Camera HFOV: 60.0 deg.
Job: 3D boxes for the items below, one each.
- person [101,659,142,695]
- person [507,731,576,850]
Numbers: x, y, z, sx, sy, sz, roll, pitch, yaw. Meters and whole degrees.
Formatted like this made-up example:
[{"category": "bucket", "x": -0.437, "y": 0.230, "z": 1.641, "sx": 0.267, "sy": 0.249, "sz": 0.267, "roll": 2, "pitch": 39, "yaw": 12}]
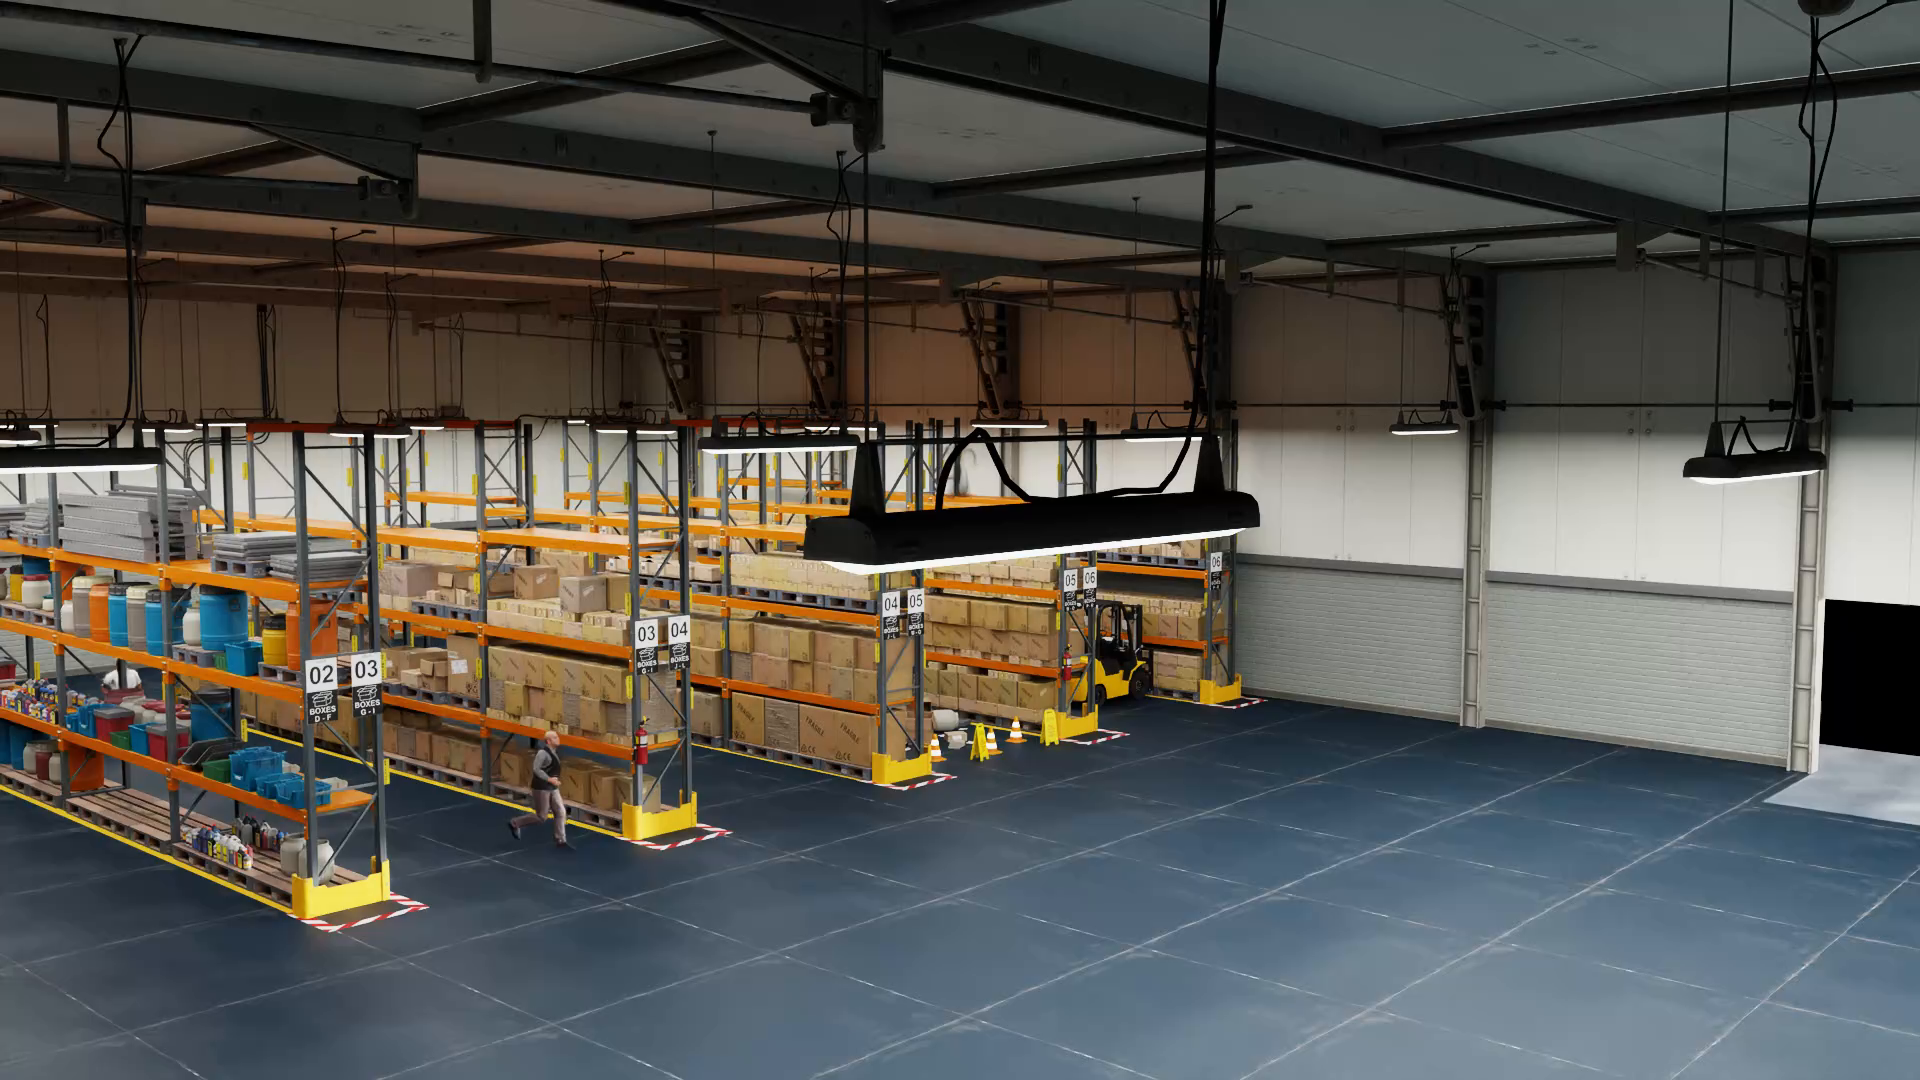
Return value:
[{"category": "person", "x": -15.413, "y": 2.976, "z": 30.628, "sx": 0.680, "sy": 1.732, "sz": 0.701, "roll": 4, "pitch": 6, "yaw": 43}, {"category": "person", "x": -5.926, "y": 3.561, "z": 23.684, "sx": 0.982, "sy": 1.707, "sz": 0.671, "roll": 1, "pitch": 5, "yaw": 11}]
